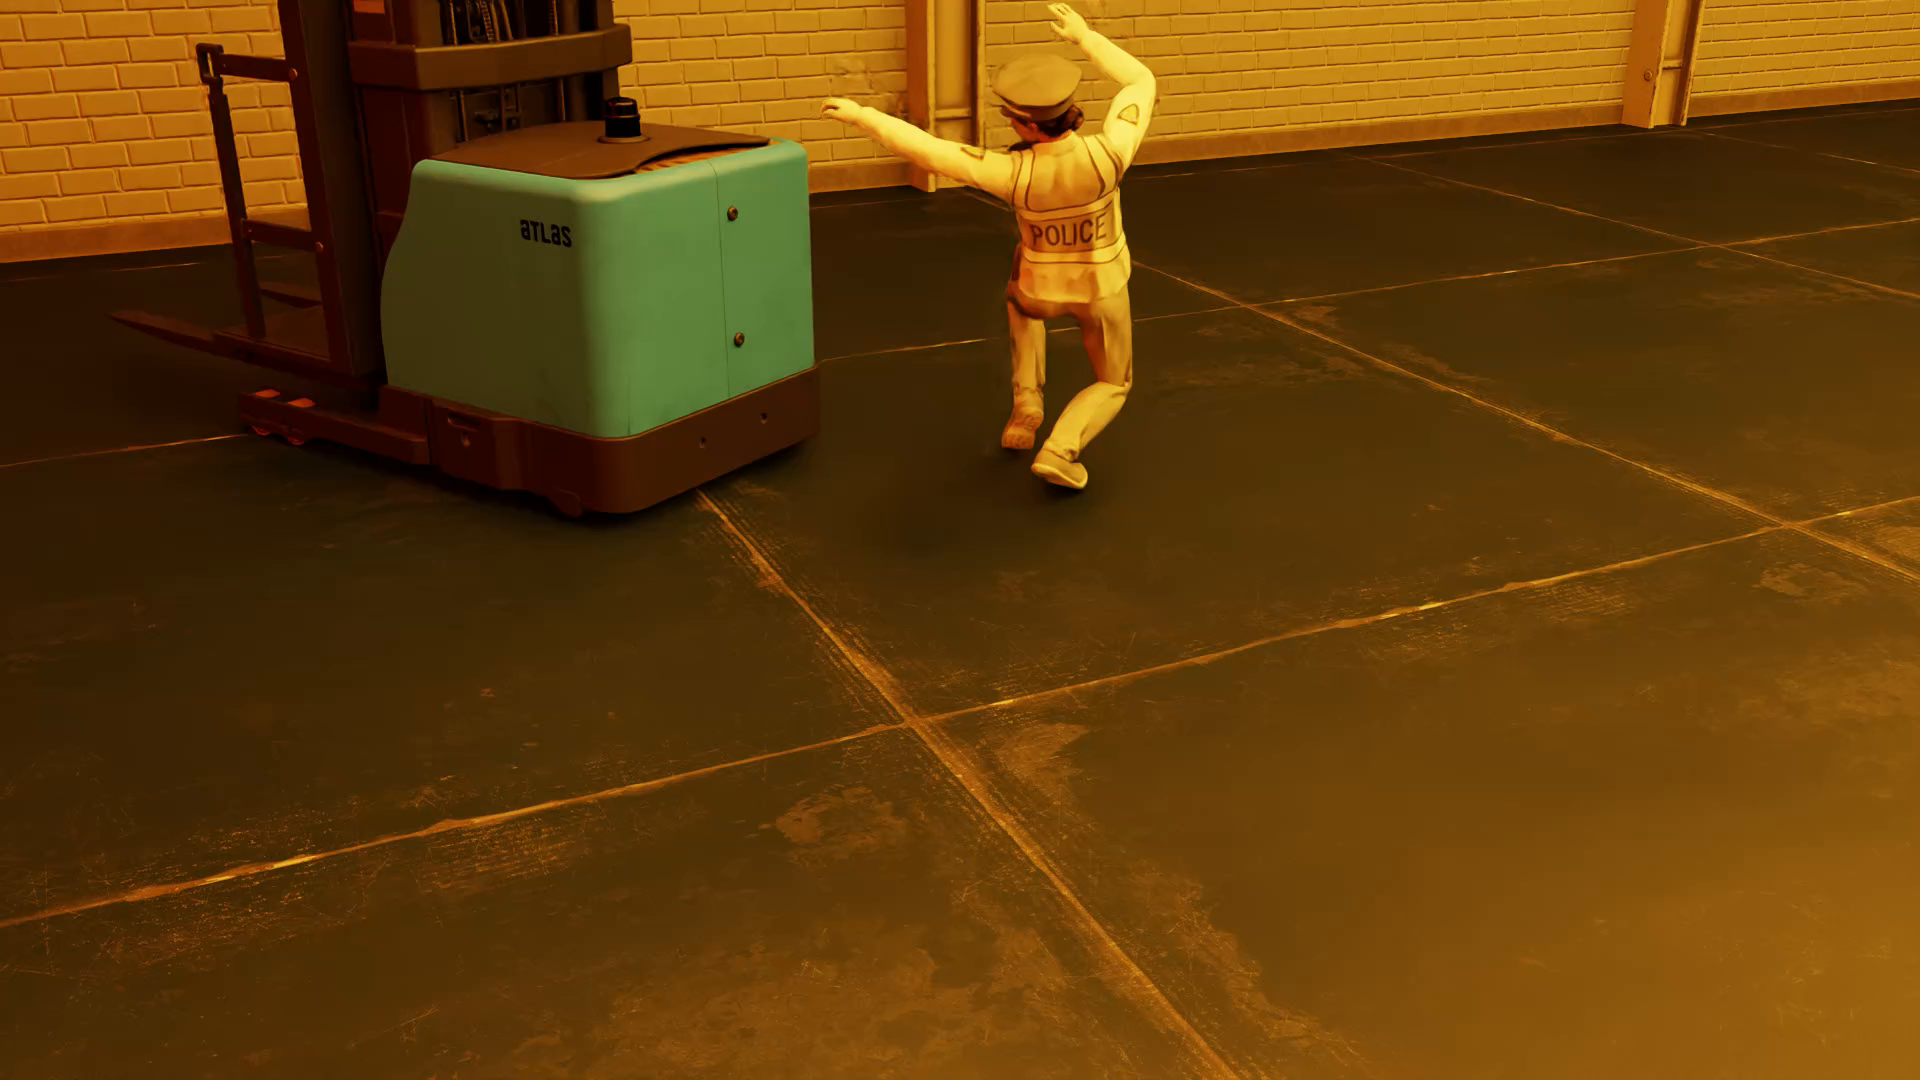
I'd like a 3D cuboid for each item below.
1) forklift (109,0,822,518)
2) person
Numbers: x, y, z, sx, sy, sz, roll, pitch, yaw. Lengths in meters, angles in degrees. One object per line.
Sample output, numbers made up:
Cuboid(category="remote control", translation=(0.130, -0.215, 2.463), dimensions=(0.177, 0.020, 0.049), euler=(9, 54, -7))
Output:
Cuboid(category="forklift", translation=(-1.996, -1.842, 5.721), dimensions=(3.031, 2.935, 1.130), euler=(14, 27, 31))
Cuboid(category="person", translation=(0.104, -0.945, 5.433), dimensions=(1.022, 1.541, 0.824), euler=(4, 23, 11))
